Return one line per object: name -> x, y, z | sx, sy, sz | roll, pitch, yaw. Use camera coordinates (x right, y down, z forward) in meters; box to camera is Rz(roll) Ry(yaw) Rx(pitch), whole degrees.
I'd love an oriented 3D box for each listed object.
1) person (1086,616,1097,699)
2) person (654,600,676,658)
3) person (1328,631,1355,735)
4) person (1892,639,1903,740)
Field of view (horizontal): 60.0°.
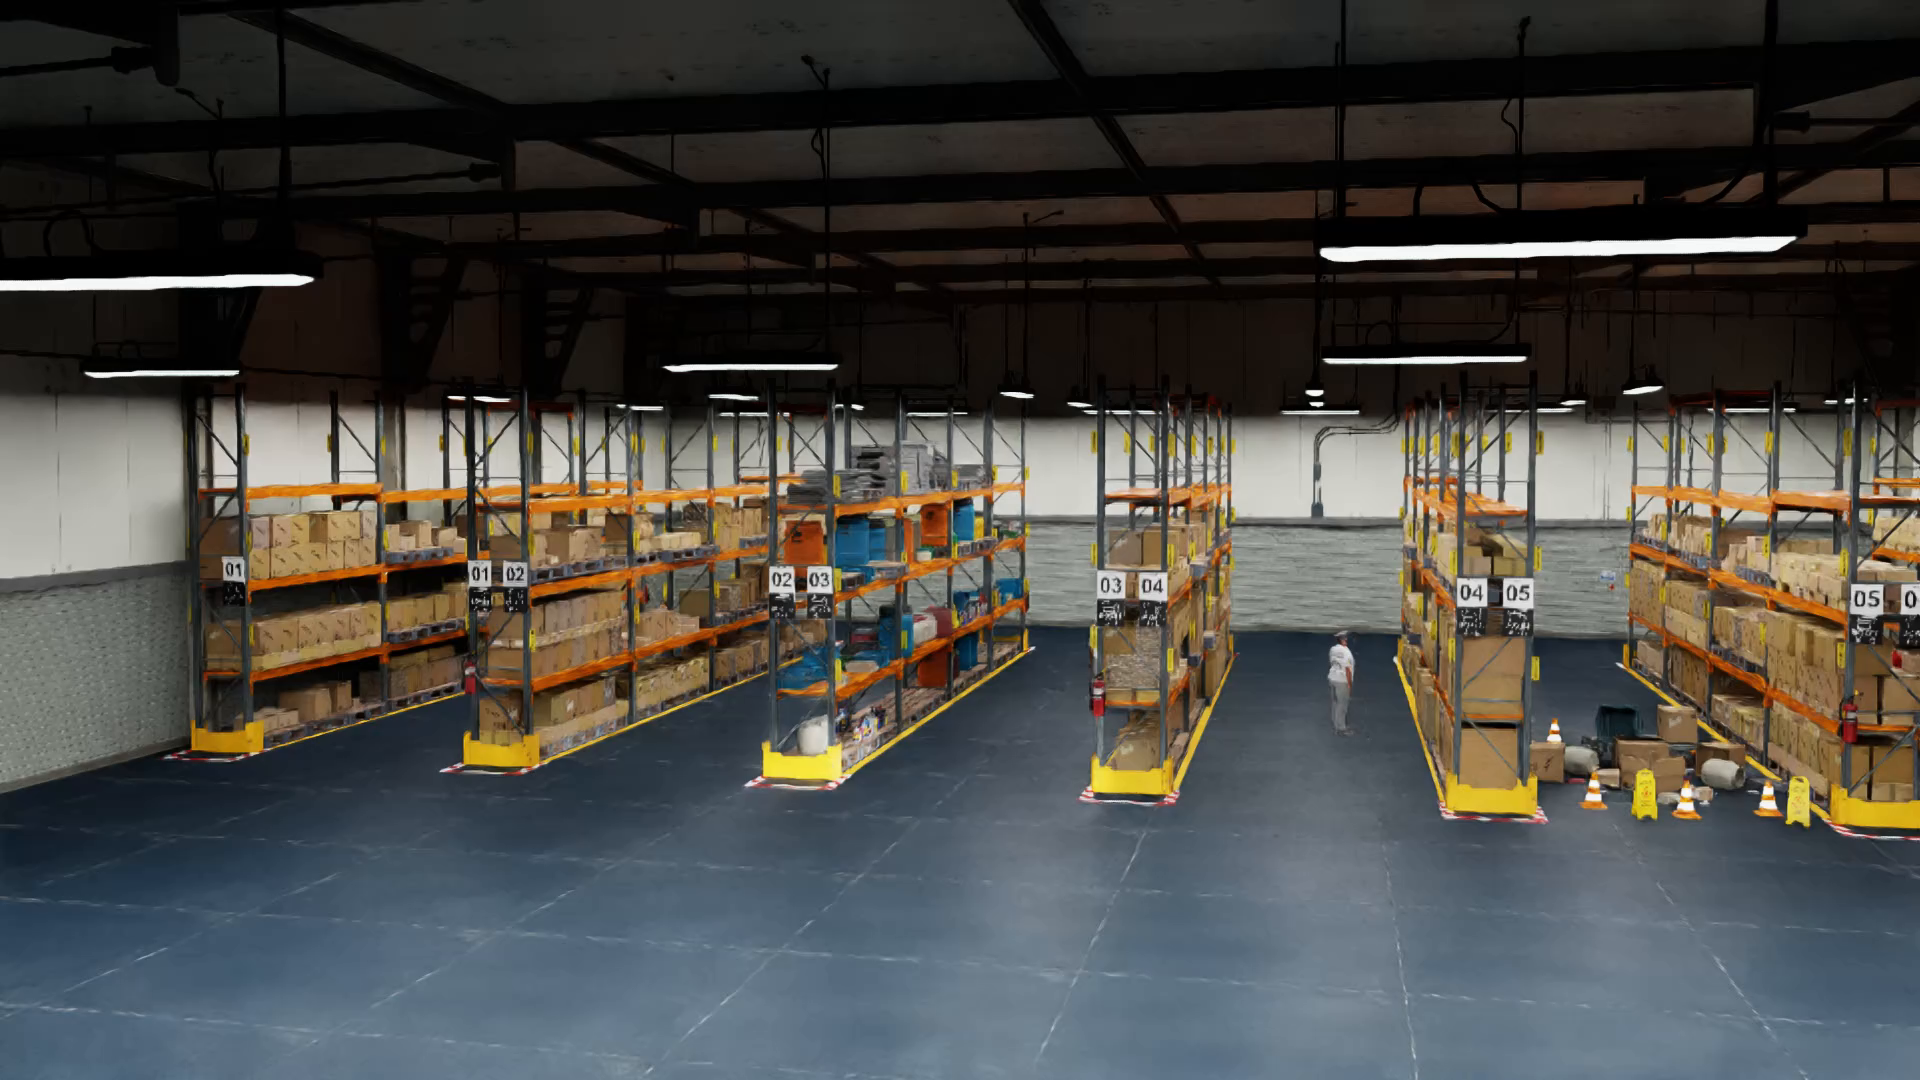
person -> 2.648, 2.307, 32.335 | 0.595, 1.667, 0.658 | 3, 4, 38
person -> -6.464, 2.106, 36.475 | 0.445, 1.589, 1.110 | 1, 3, 10
person -> 6.649, 2.463, 28.849 | 0.475, 1.761, 0.595 | -1, 3, -18
person -> 15.673, 2.520, 28.093 | 0.580, 1.721, 0.655 | 3, 4, 42
